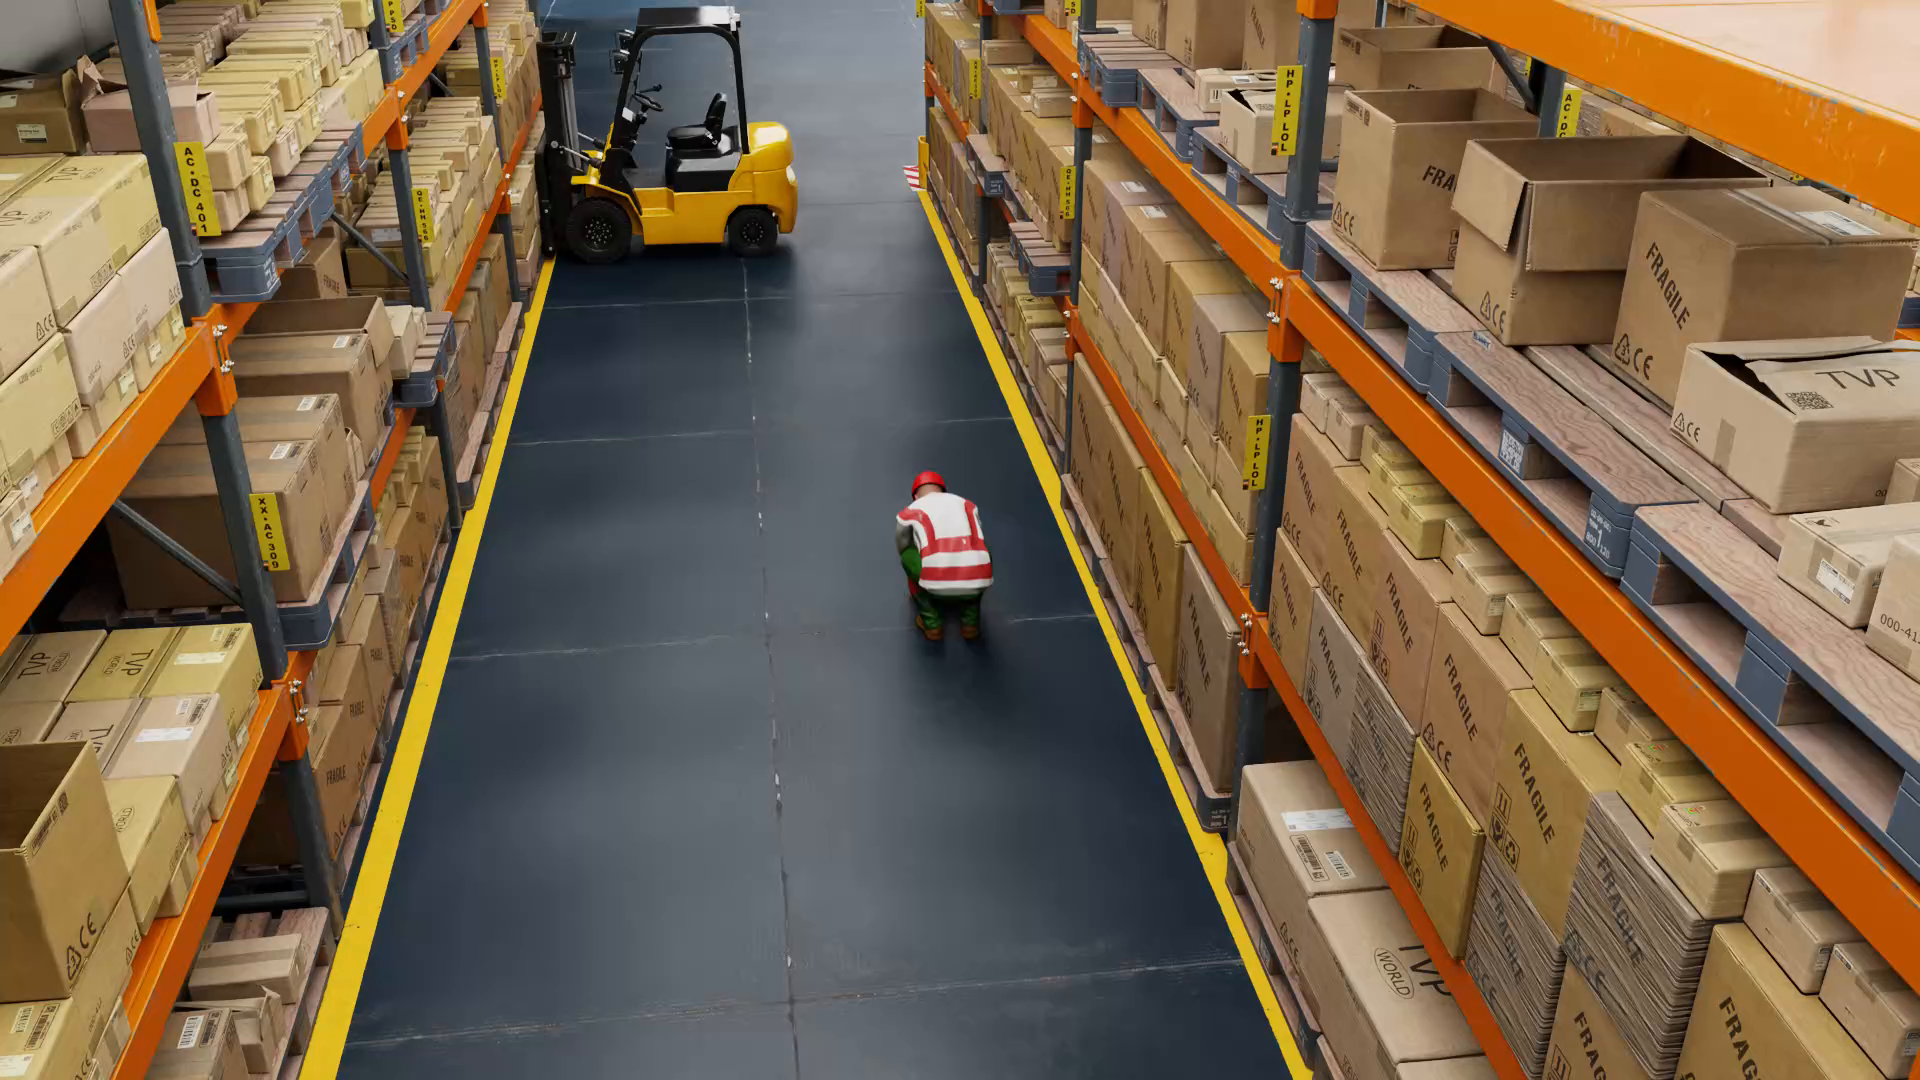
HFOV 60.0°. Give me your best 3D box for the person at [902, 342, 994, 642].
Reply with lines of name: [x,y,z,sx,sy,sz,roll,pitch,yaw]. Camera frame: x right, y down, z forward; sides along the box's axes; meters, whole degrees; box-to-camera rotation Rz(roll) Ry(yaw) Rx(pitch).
person: [-0.079,-0.293,9.170,0.495,1.785,0.561,-3,27,-6]
